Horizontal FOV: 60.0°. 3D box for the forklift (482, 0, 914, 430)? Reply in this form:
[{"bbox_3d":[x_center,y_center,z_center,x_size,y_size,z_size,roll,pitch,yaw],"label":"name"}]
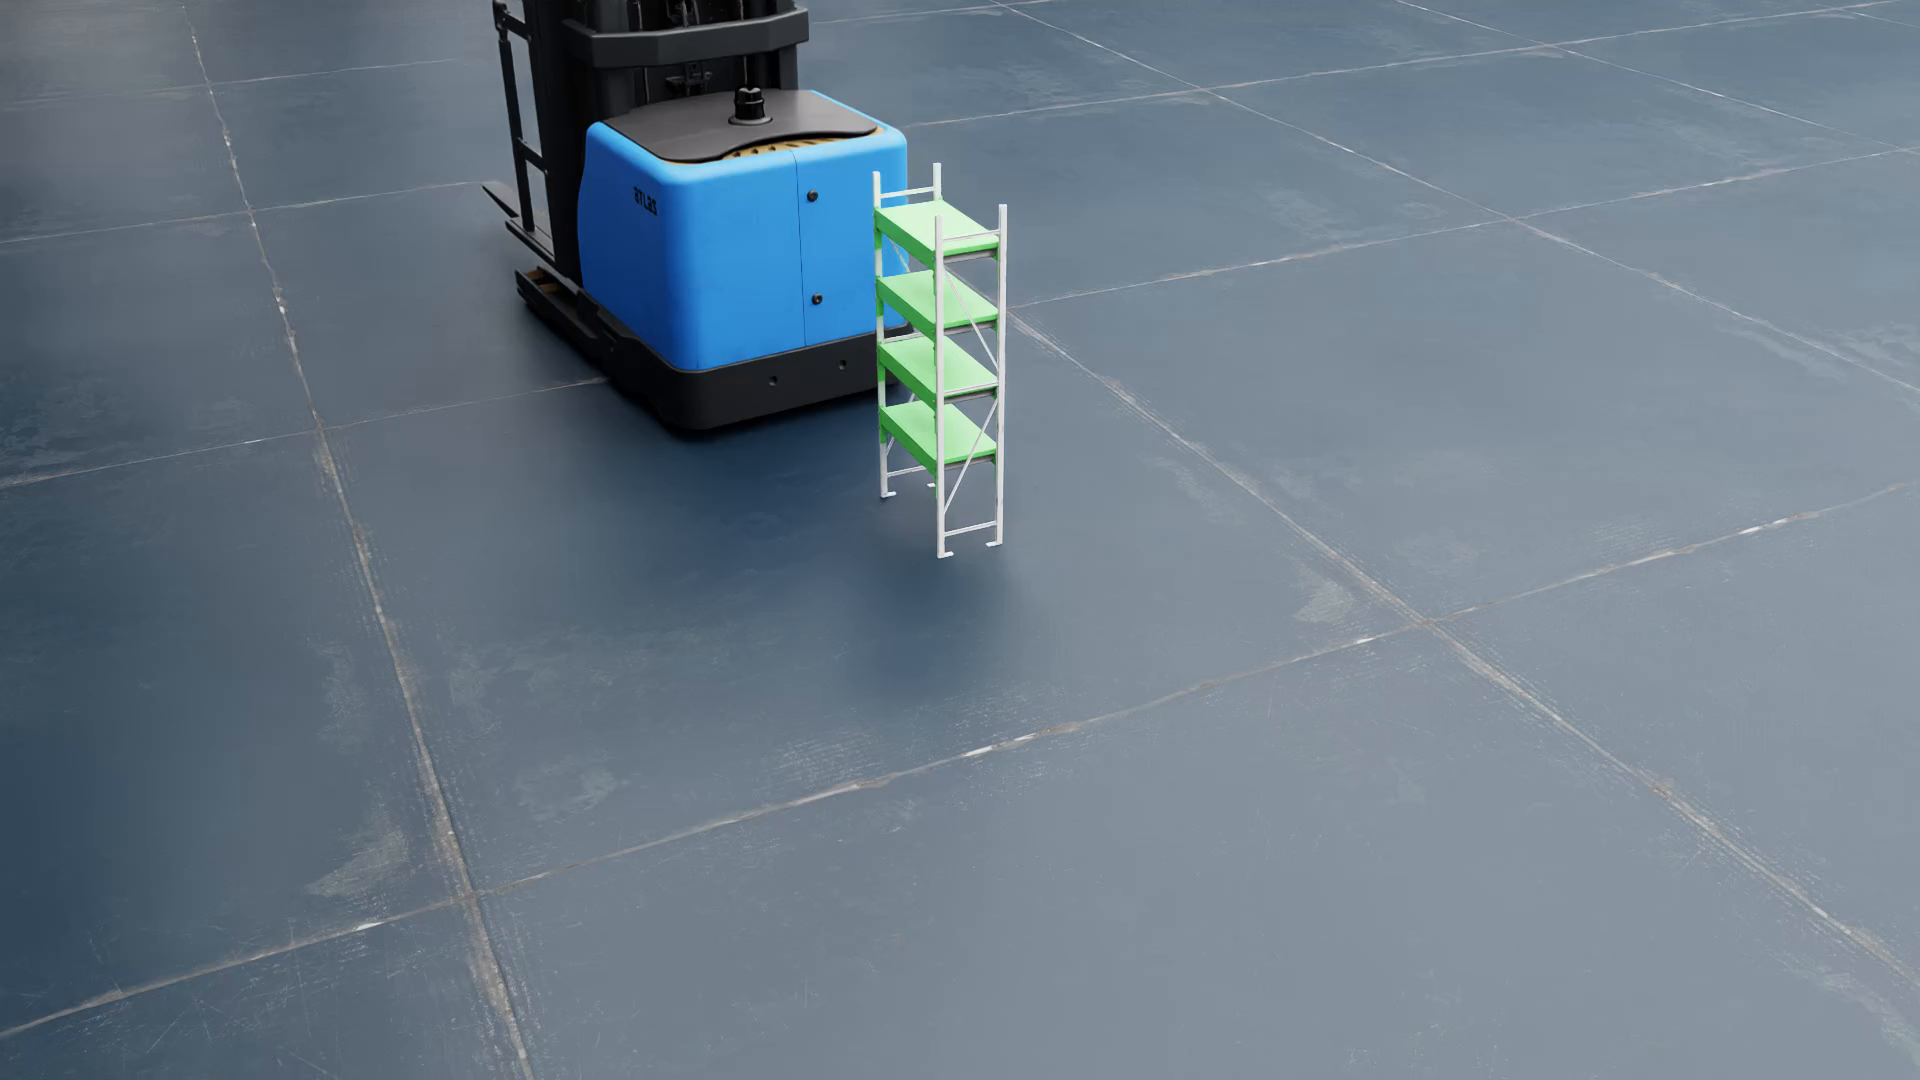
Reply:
[{"bbox_3d":[-1.386,-2.382,7.000,1.130,2.935,3.031,-17,33,-27],"label":"forklift"}]

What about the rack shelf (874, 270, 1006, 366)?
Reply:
[{"bbox_3d":[-0.071,-0.750,5.501,0.258,0.148,0.480,-13,32,-22],"label":"rack shelf"}]

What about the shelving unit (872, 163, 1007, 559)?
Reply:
[{"bbox_3d":[-0.071,-0.596,5.587,0.258,1.200,0.503,-13,32,-22],"label":"shelving unit"}]

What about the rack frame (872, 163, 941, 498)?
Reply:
[{"bbox_3d":[-0.176,-0.704,5.779,0.240,1.200,0.015,-13,32,-22],"label":"rack frame"}]

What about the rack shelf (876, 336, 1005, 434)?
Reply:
[{"bbox_3d":[-0.071,-0.541,5.618,0.258,0.148,0.480,-13,32,-22],"label":"rack shelf"}]

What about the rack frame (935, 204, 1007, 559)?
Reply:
[{"bbox_3d":[0.034,-0.489,5.395,0.240,1.200,0.015,-13,32,-22],"label":"rack frame"}]

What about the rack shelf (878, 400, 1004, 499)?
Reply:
[{"bbox_3d":[-0.071,-0.331,5.736,0.258,0.148,0.480,-13,32,-22],"label":"rack shelf"}]

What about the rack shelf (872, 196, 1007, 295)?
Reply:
[{"bbox_3d":[-0.071,-0.959,5.383,0.258,0.148,0.480,-13,32,-22],"label":"rack shelf"}]
